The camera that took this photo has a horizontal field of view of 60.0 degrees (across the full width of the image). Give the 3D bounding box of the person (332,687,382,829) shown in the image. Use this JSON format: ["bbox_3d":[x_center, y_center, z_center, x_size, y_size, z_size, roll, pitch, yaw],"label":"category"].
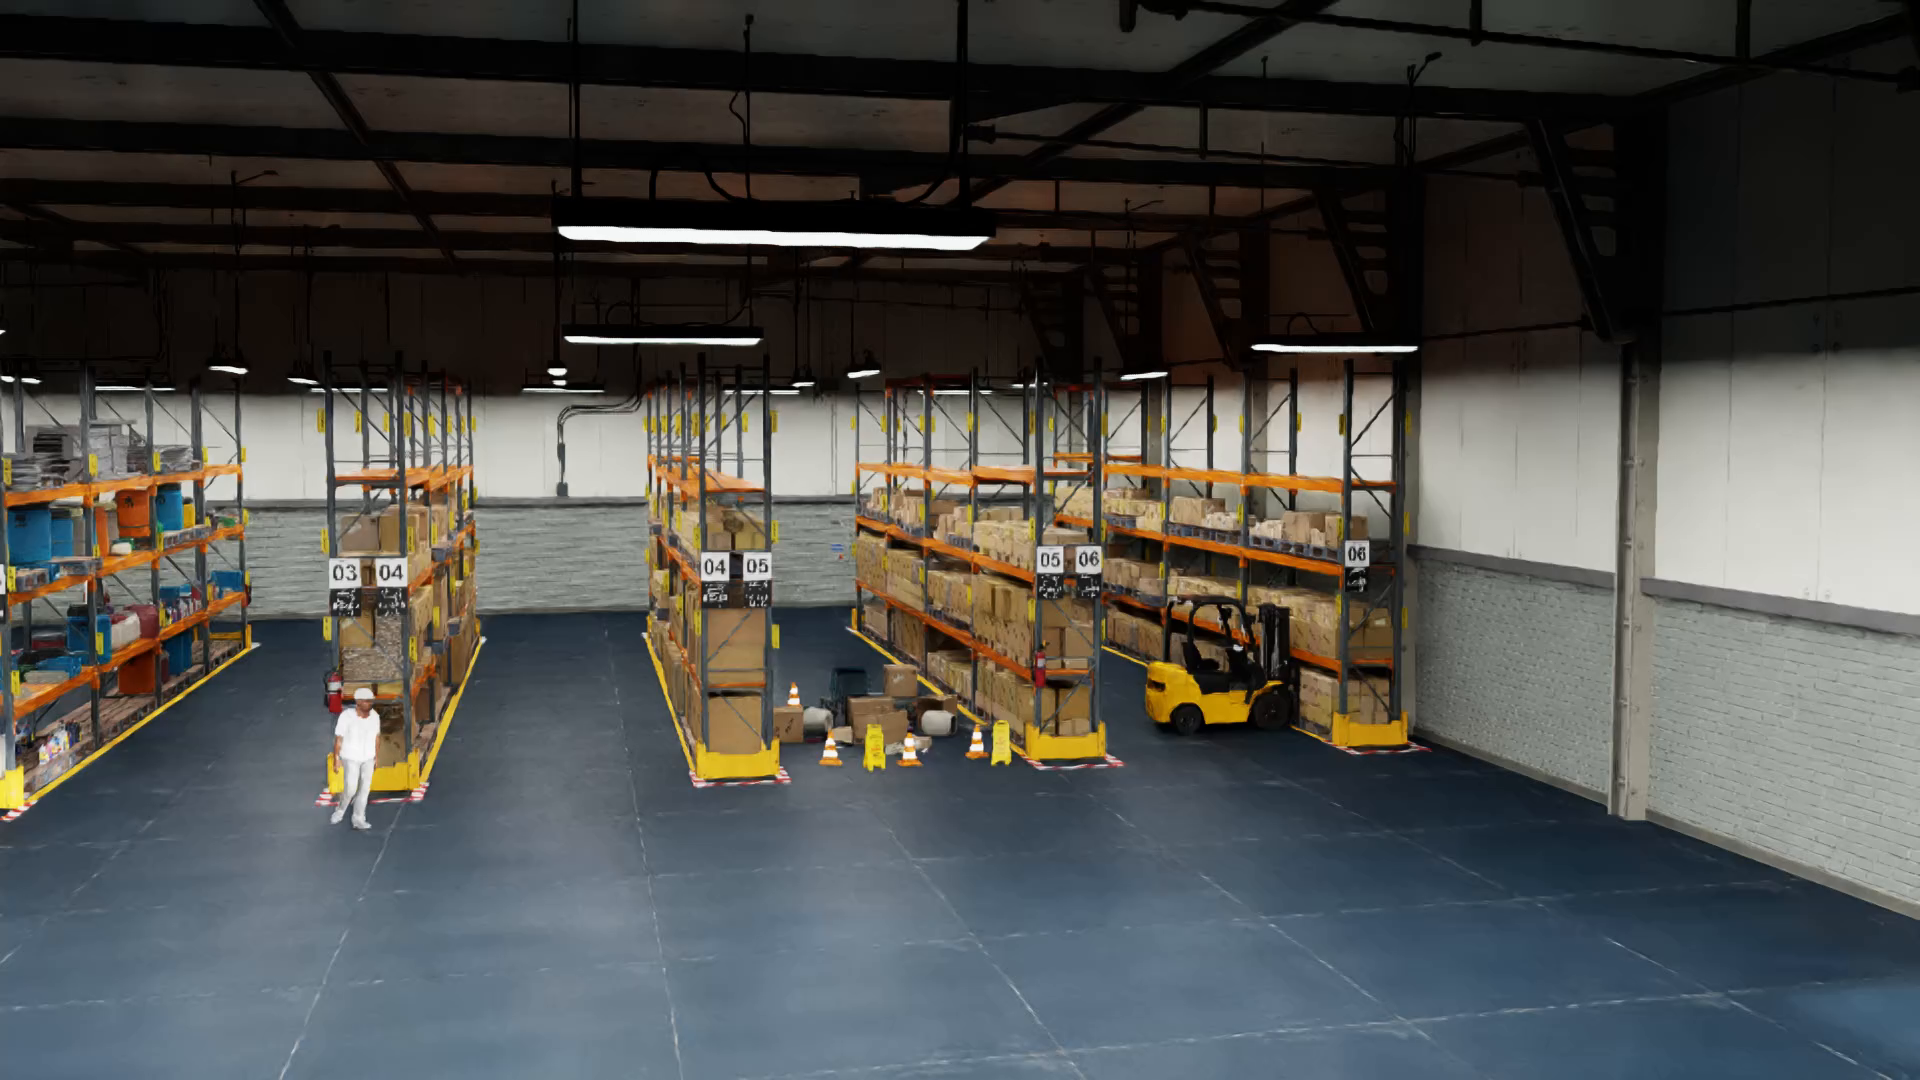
[{"bbox_3d":[-7.455,2.694,20.602,0.563,1.755,0.617,3,5,39],"label":"person"}]

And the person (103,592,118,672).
[{"bbox_3d":[-17.288,1.848,33.695,0.526,1.585,0.544,0,4,3],"label":"person"}]

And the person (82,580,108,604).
[{"bbox_3d":[-19.867,1.485,38.186,0.561,1.710,1.141,-1,4,-15],"label":"person"}]
